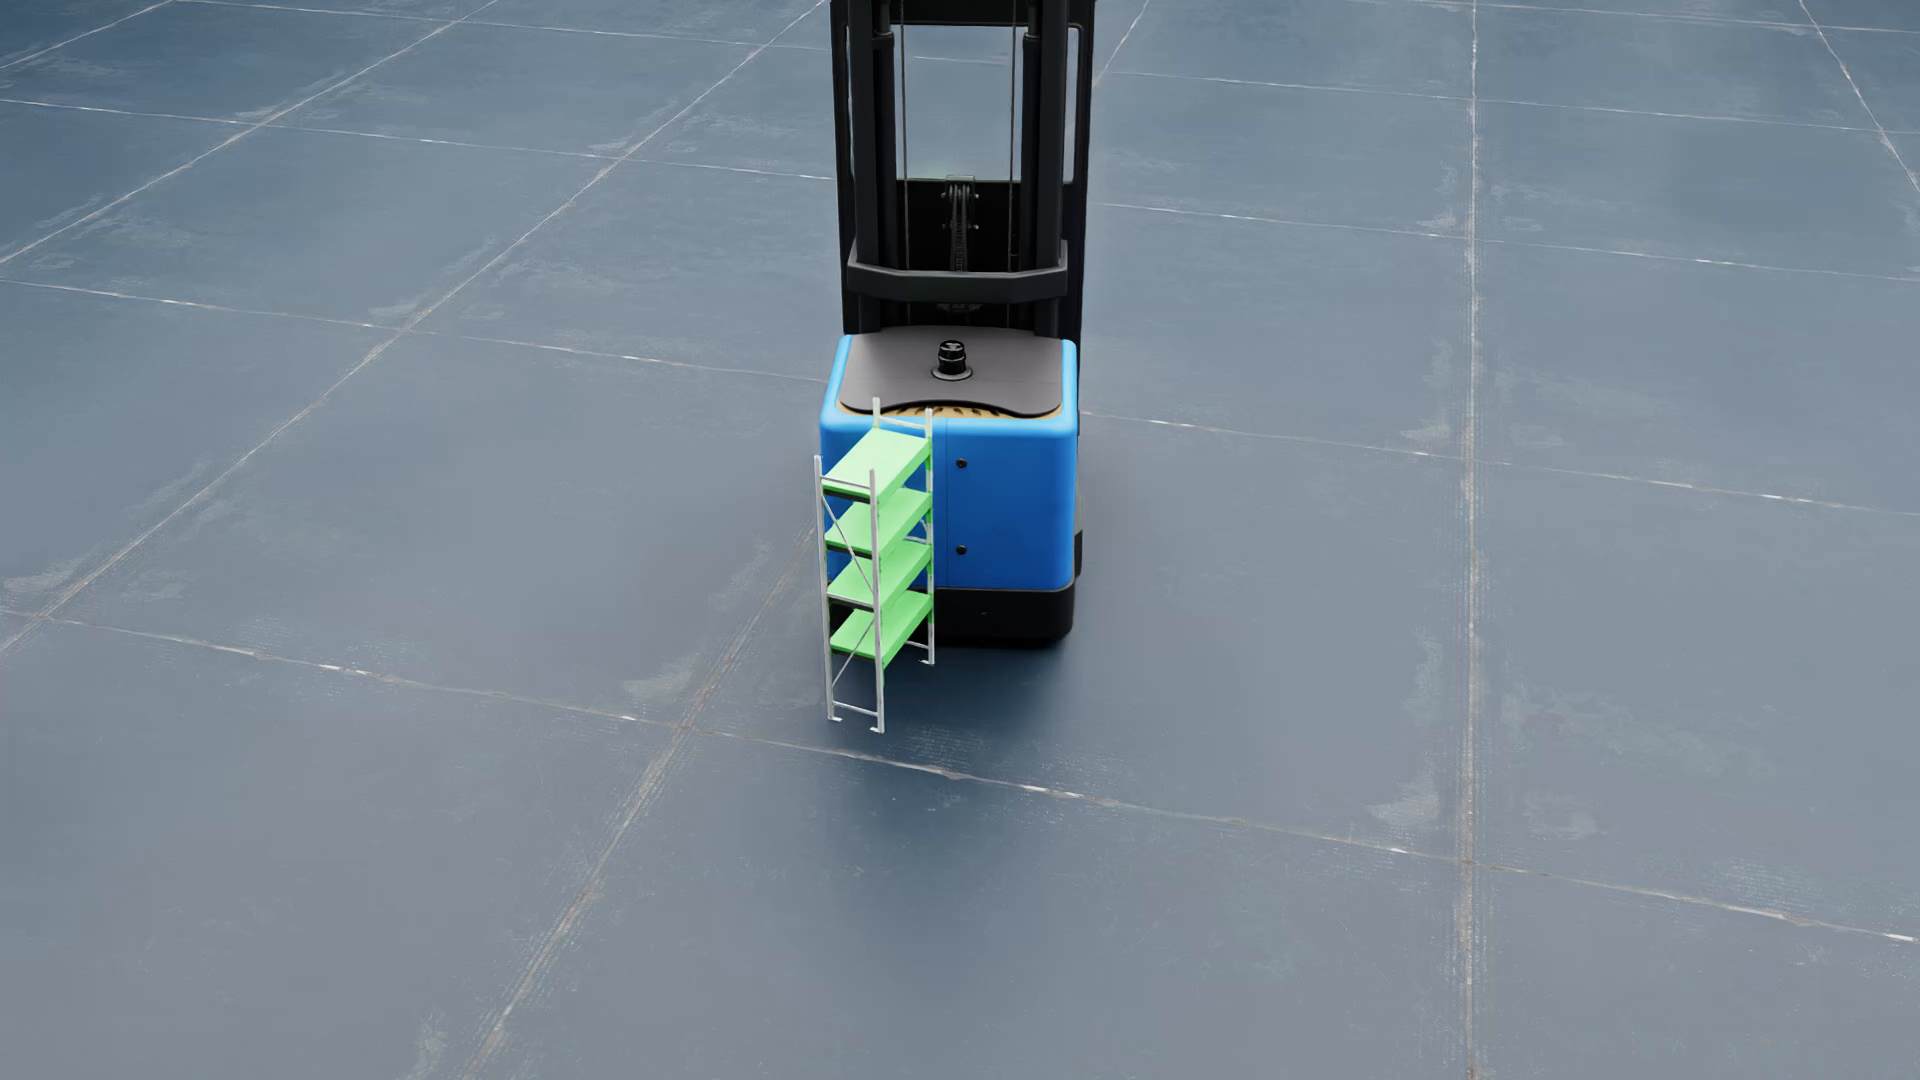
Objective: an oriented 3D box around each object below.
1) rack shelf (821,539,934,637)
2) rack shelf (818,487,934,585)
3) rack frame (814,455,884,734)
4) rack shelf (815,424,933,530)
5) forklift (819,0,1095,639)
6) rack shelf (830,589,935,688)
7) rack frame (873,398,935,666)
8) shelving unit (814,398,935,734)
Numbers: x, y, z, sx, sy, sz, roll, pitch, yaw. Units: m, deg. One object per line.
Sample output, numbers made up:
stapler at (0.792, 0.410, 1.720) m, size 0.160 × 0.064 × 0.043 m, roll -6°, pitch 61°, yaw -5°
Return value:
rack shelf at (-0.316, 0.163, 6.494) m, size 0.258 × 0.148 × 0.480 m, roll 13°, pitch 35°, yaw 19°
rack shelf at (-0.316, -0.039, 6.365) m, size 0.258 × 0.148 × 0.480 m, roll 13°, pitch 35°, yaw 19°
rack frame at (-0.412, 0.230, 6.270) m, size 0.240 × 1.200 × 0.015 m, roll 13°, pitch 35°, yaw 19°
rack shelf at (-0.316, -0.242, 6.236) m, size 0.258 × 0.148 × 0.480 m, roll 13°, pitch 35°, yaw 19°
forklift at (0.023, -1.584, 7.510) m, size 1.130 × 2.935 × 3.031 m, roll 2°, pitch 32°, yaw 2°
rack shelf at (-0.316, 0.366, 6.623) m, size 0.258 × 0.148 × 0.480 m, roll 13°, pitch 35°, yaw 19°
rack frame at (-0.220, -0.011, 6.649) m, size 0.240 × 1.200 × 0.015 m, roll 13°, pitch 35°, yaw 19°
shelving unit at (-0.316, 0.109, 6.460) m, size 0.258 × 1.200 × 0.503 m, roll 13°, pitch 35°, yaw 19°
